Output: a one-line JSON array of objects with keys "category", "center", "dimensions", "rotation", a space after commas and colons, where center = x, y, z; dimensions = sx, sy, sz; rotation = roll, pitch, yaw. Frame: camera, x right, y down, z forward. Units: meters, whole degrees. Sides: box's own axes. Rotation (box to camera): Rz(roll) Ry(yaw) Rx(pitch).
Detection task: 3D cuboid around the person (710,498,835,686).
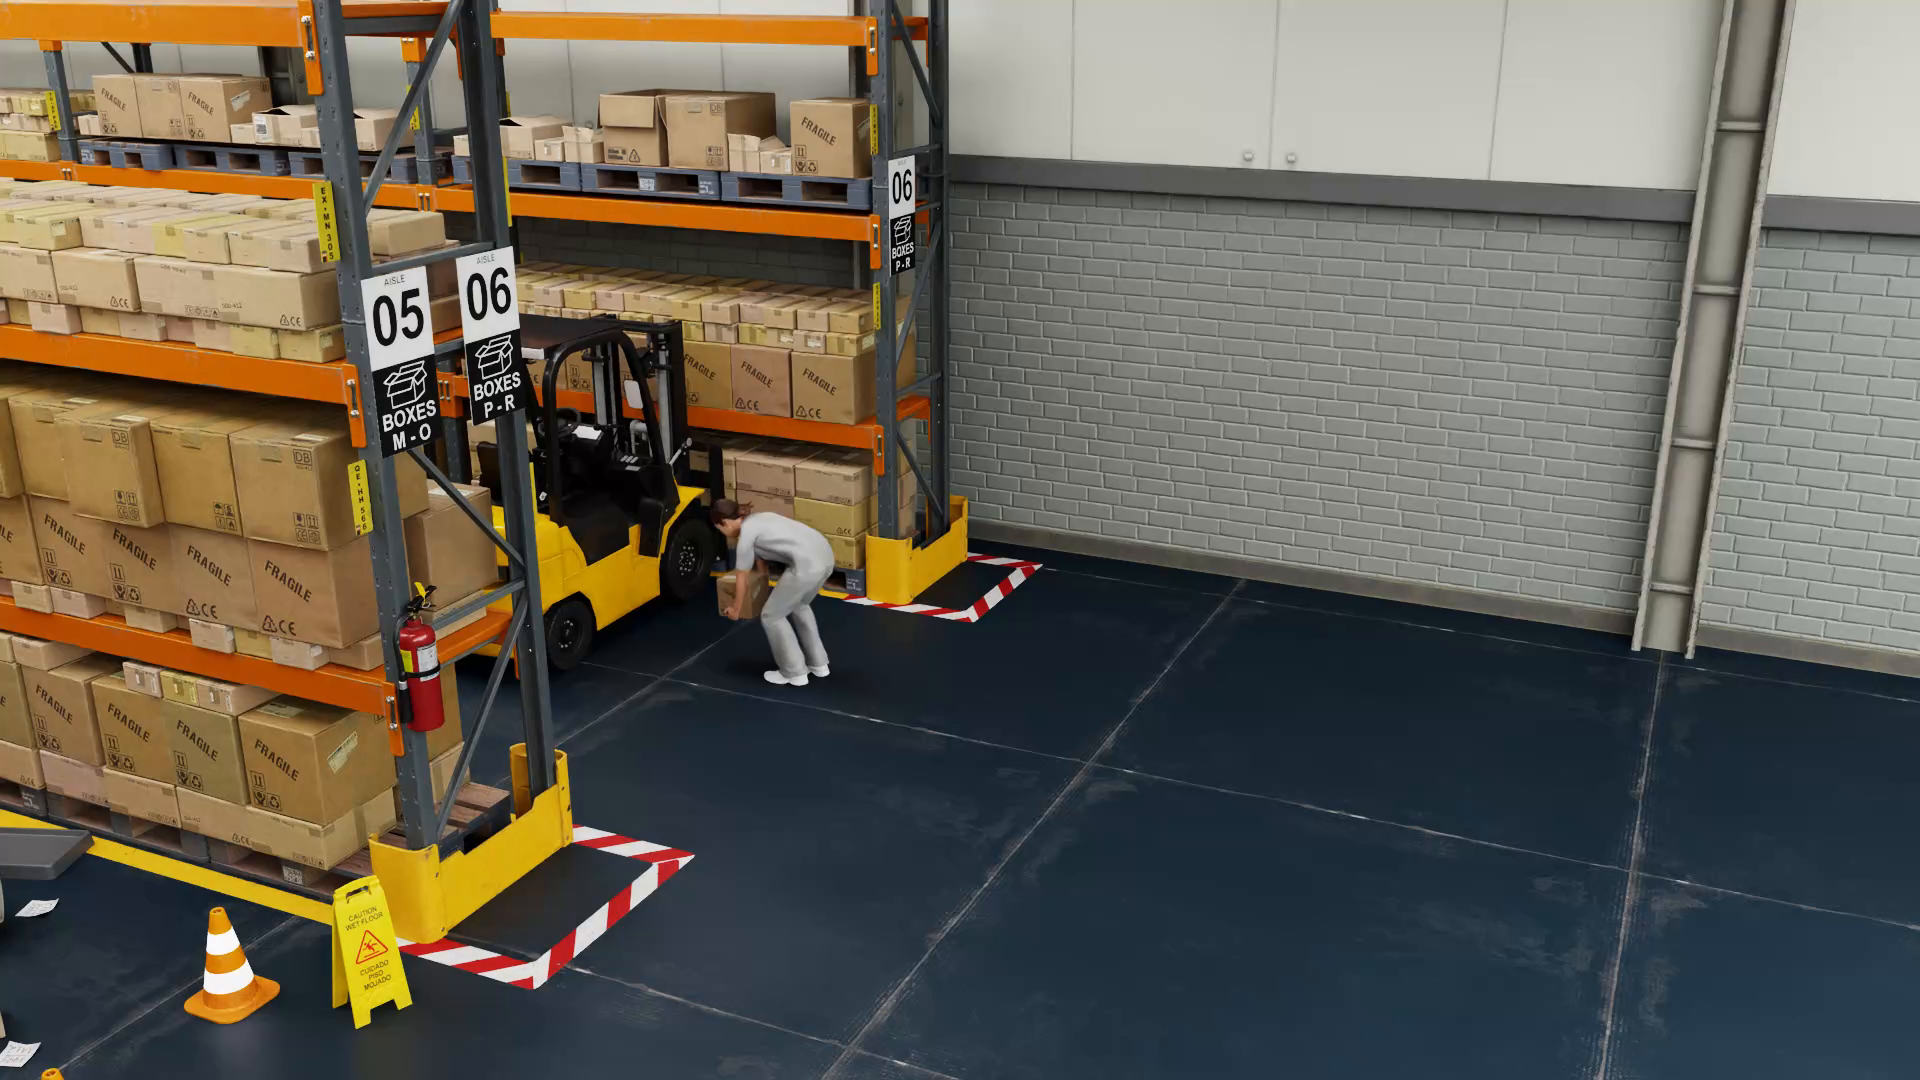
[{"category": "person", "center": [-1.225, 0.330, 10.863], "dimensions": [0.844, 1.188, 0.429], "rotation": [8, 21, 21]}]
